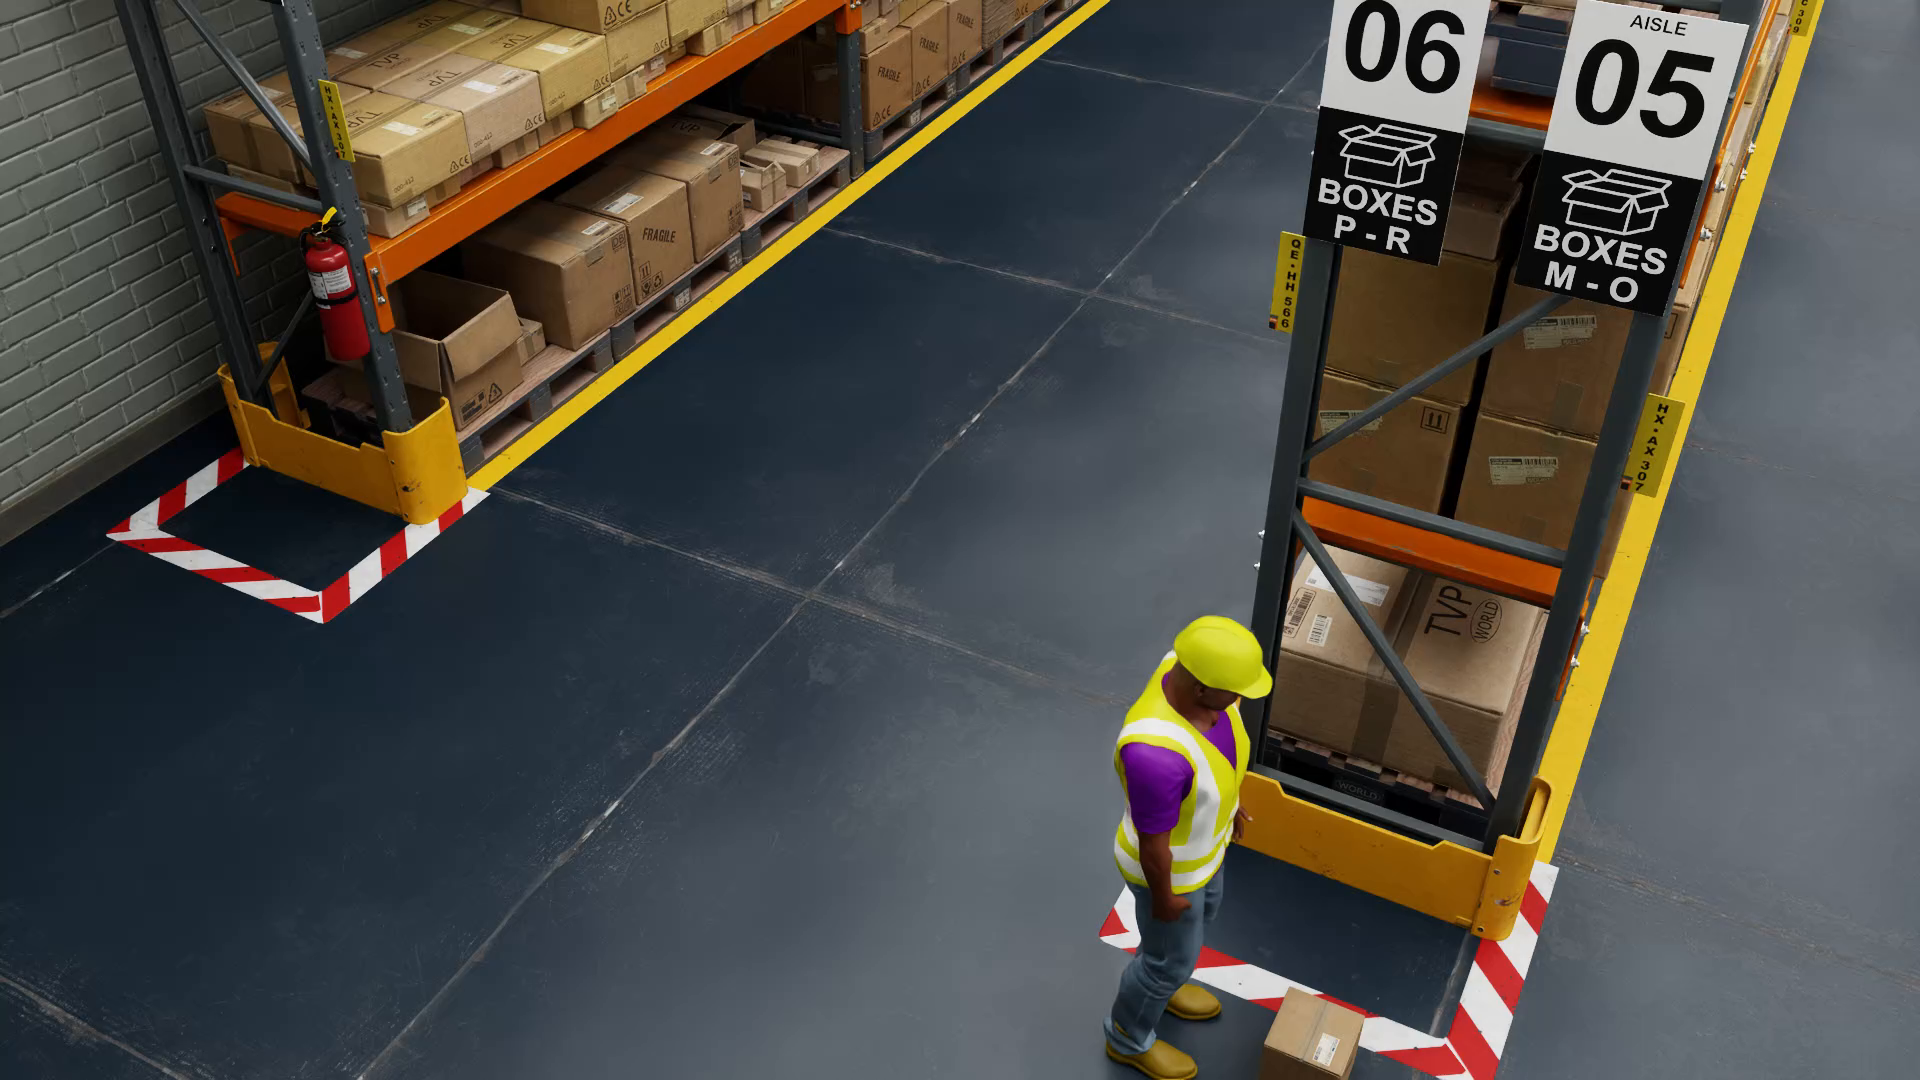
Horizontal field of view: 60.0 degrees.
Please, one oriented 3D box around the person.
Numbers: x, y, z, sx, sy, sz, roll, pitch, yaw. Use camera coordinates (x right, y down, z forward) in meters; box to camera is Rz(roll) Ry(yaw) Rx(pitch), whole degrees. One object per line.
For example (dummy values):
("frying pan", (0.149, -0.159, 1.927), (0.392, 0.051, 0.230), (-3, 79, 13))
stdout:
("person", (0.663, 0.907, 4.969), (0.379, 1.754, 0.571), (15, 40, 19))
